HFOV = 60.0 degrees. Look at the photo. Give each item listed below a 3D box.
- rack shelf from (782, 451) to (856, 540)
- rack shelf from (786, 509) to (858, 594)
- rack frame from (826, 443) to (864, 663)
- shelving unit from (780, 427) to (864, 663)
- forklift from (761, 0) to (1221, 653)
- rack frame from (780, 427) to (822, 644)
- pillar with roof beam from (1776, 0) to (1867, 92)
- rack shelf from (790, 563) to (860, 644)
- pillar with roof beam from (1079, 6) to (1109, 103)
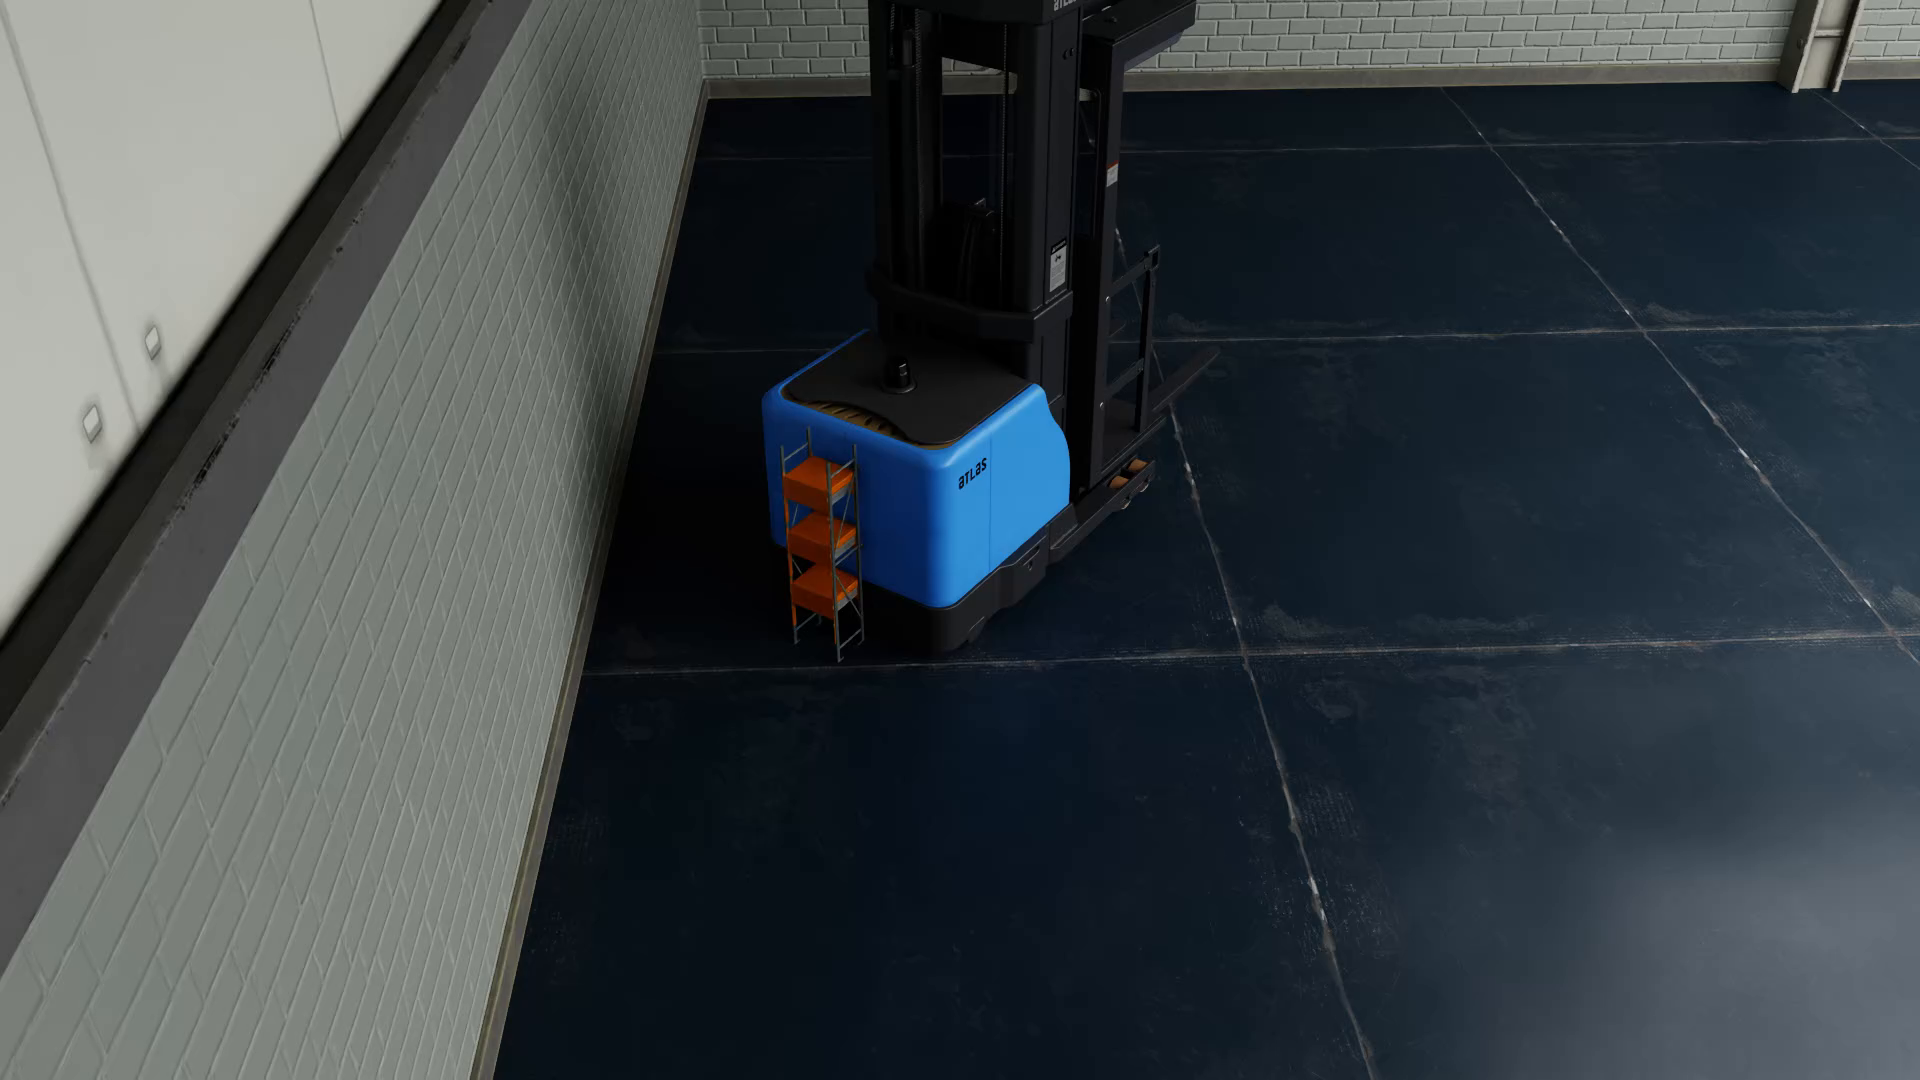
[{"bbox_3d":[-0.596,-0.191,7.124,0.240,0.259,0.215,20,40,27],"label":"rack shelf"},{"bbox_3d":[-0.596,0.042,7.285,0.240,0.259,0.215,20,40,27],"label":"rack shelf"},{"bbox_3d":[-0.494,0.071,7.224,0.008,1.050,0.200,20,40,27],"label":"rack frame"},{"bbox_3d":[-0.596,0.033,7.279,0.252,1.050,0.215,20,40,27],"label":"shelving unit"},{"bbox_3d":[0.352,-1.501,7.843,1.130,2.935,3.031,21,40,27],"label":"forklift"},{"bbox_3d":[-0.698,-0.005,7.335,0.008,1.050,0.200,20,40,27],"label":"rack frame"},{"bbox_3d":[7.144,-4.980,7.539,0.400,9.000,9.100,-2,35,-2],"label":"pillar with roof beam"},{"bbox_3d":[-0.596,0.270,7.444,0.240,0.259,0.215,20,40,27],"label":"rack shelf"},{"bbox_3d":[1.150,-4.819,7.305,0.400,9.000,9.100,-2,35,-2],"label":"pillar with roof beam"}]
